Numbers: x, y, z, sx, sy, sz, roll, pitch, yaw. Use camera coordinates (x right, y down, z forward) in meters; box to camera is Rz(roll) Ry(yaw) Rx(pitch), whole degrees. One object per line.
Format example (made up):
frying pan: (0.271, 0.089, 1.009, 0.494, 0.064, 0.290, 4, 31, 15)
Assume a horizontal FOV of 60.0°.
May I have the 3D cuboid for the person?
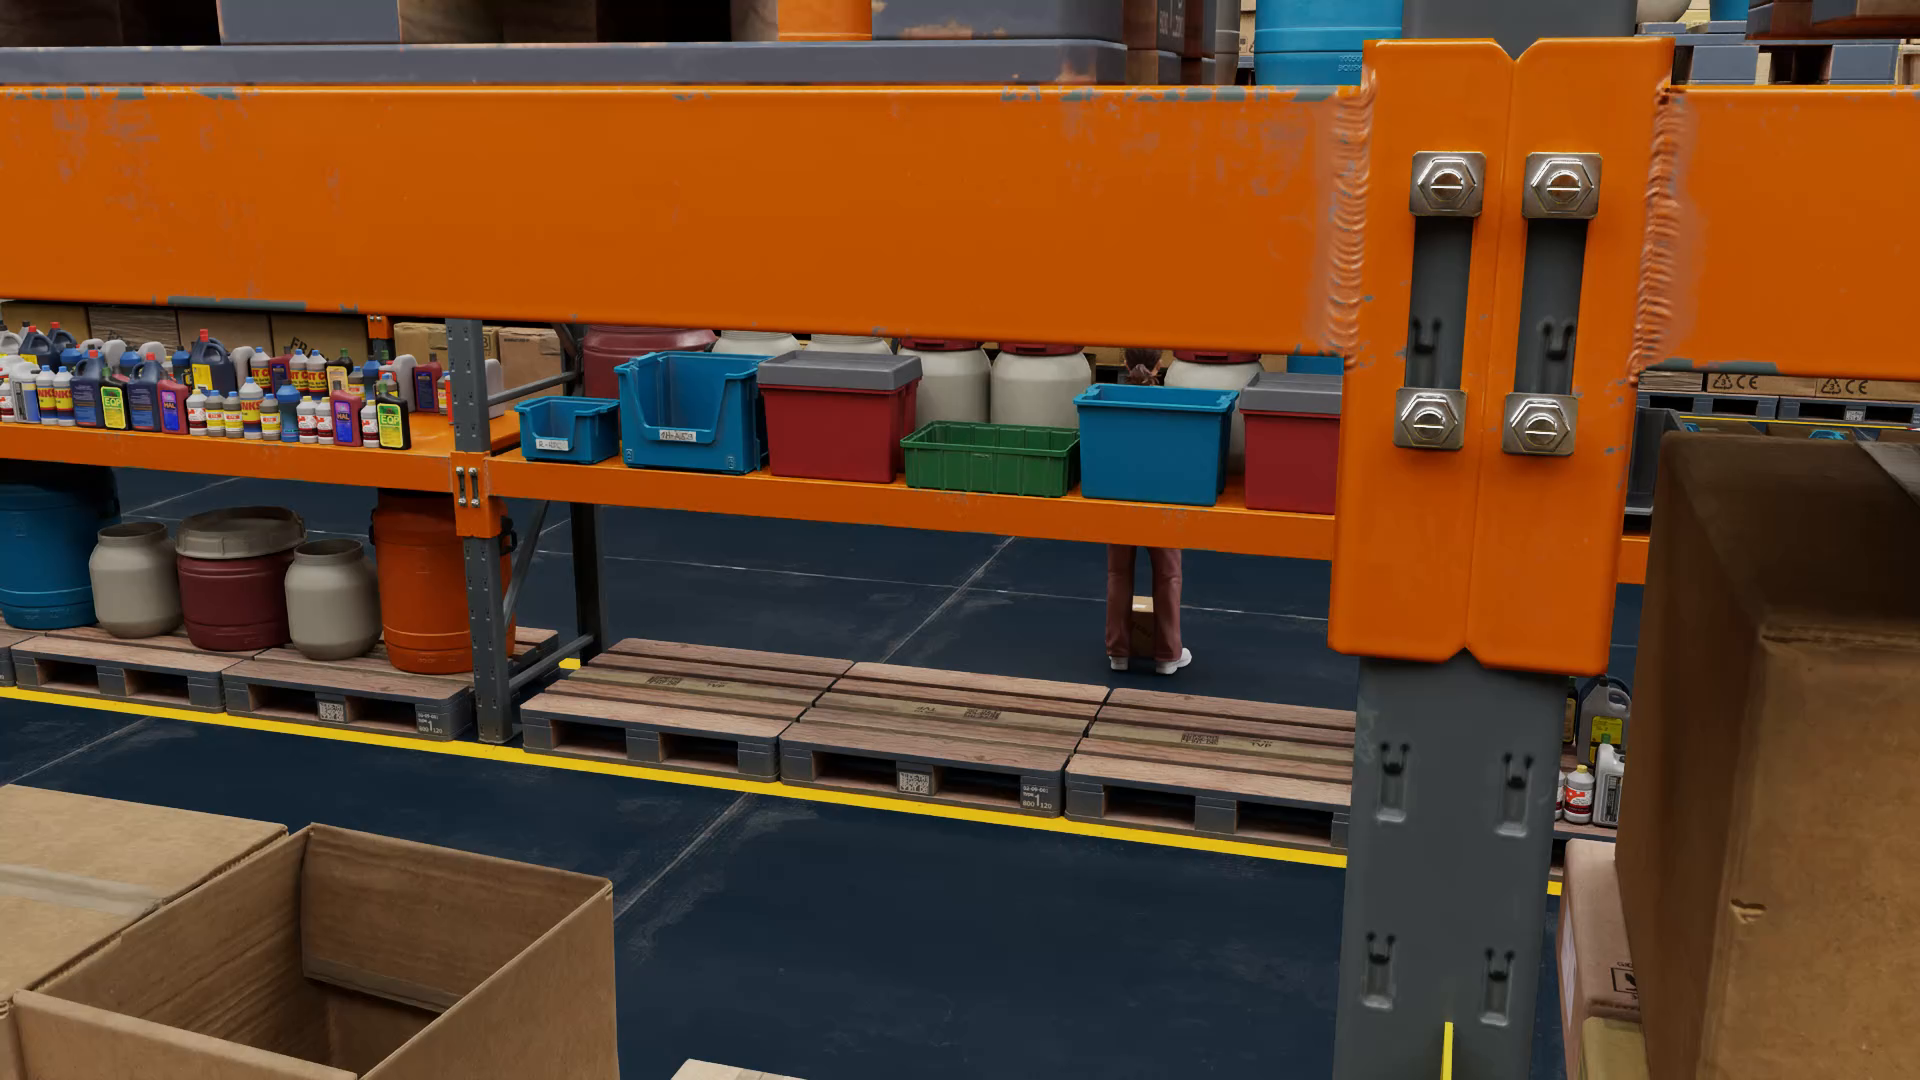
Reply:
person: (0.894, -0.175, 8.171, 0.514, 1.673, 0.354, 4, 16, 14)
